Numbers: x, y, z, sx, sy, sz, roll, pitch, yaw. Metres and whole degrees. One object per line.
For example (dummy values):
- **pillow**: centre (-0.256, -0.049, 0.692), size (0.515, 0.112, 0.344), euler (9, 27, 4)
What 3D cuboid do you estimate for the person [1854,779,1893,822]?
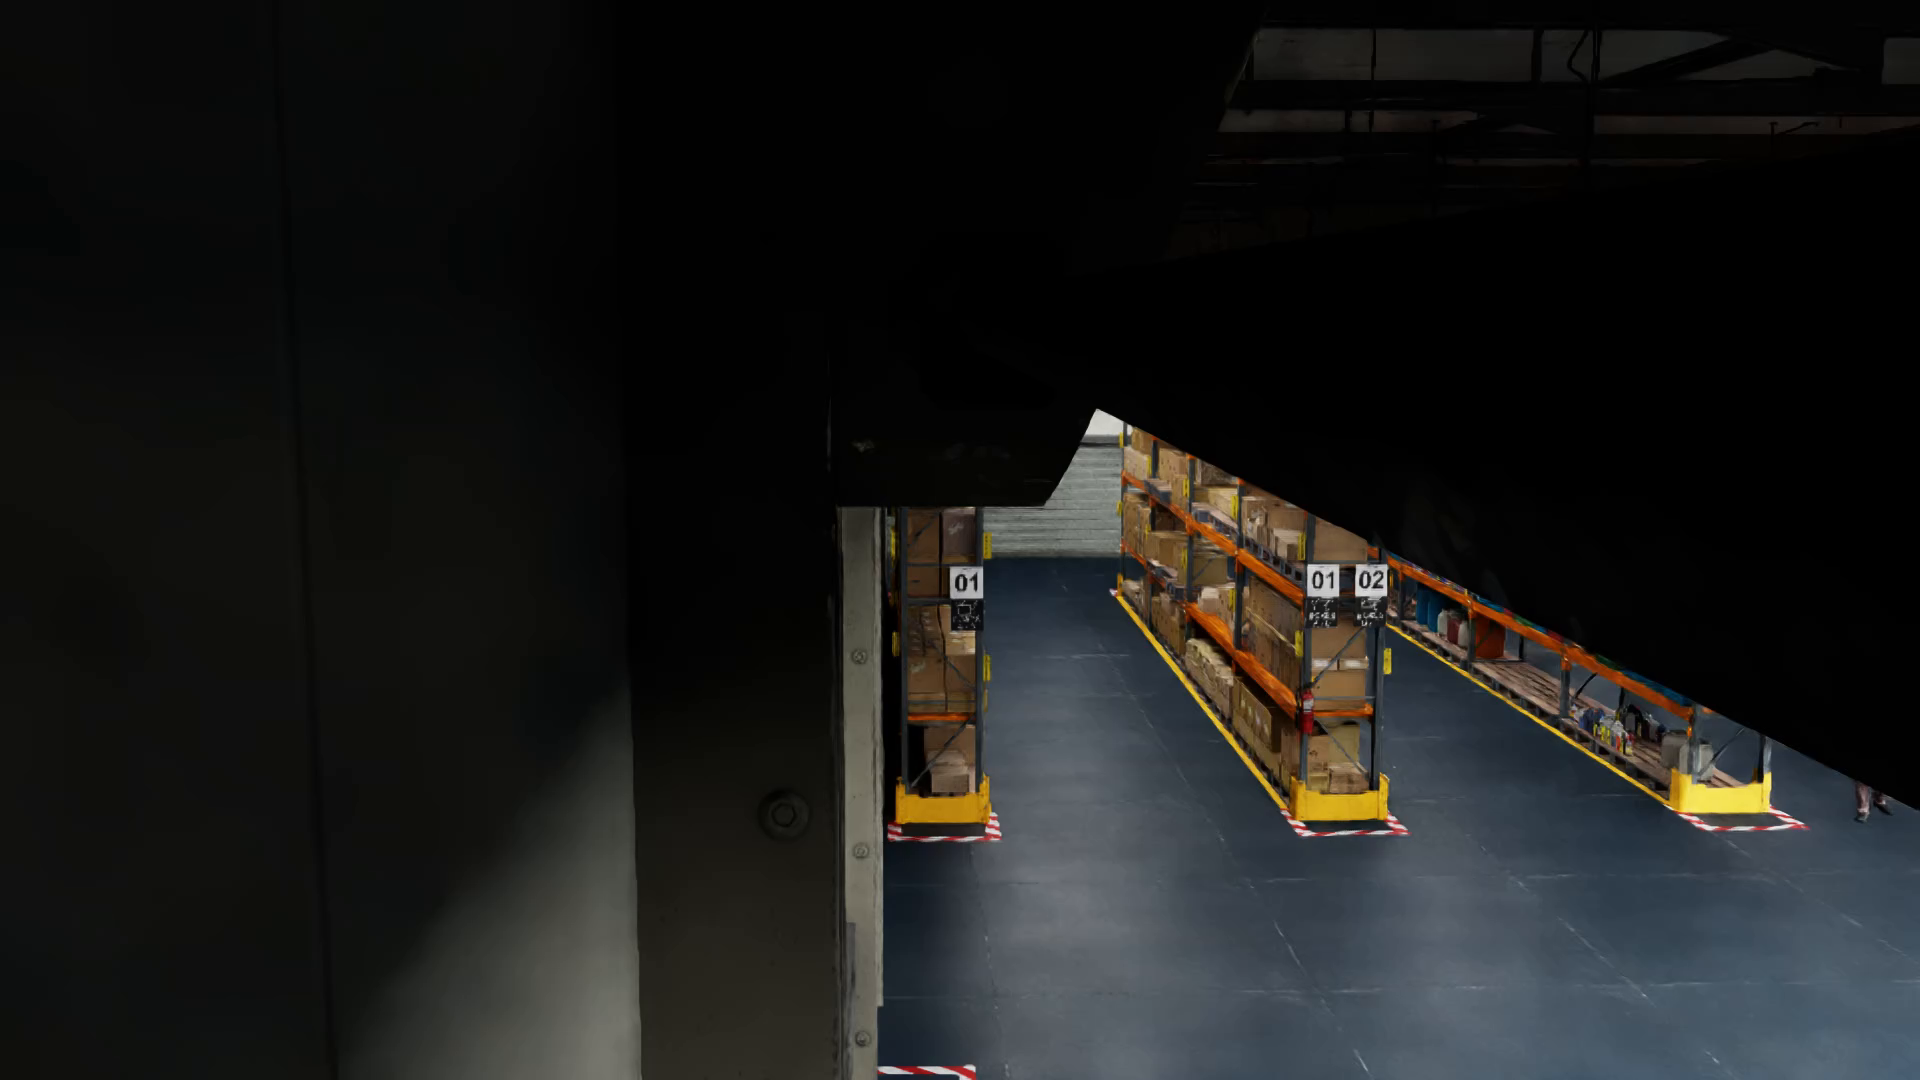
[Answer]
- **person**: centre (11.229, 2.616, 20.522), size (0.588, 1.715, 0.516), euler (6, 10, 34)
